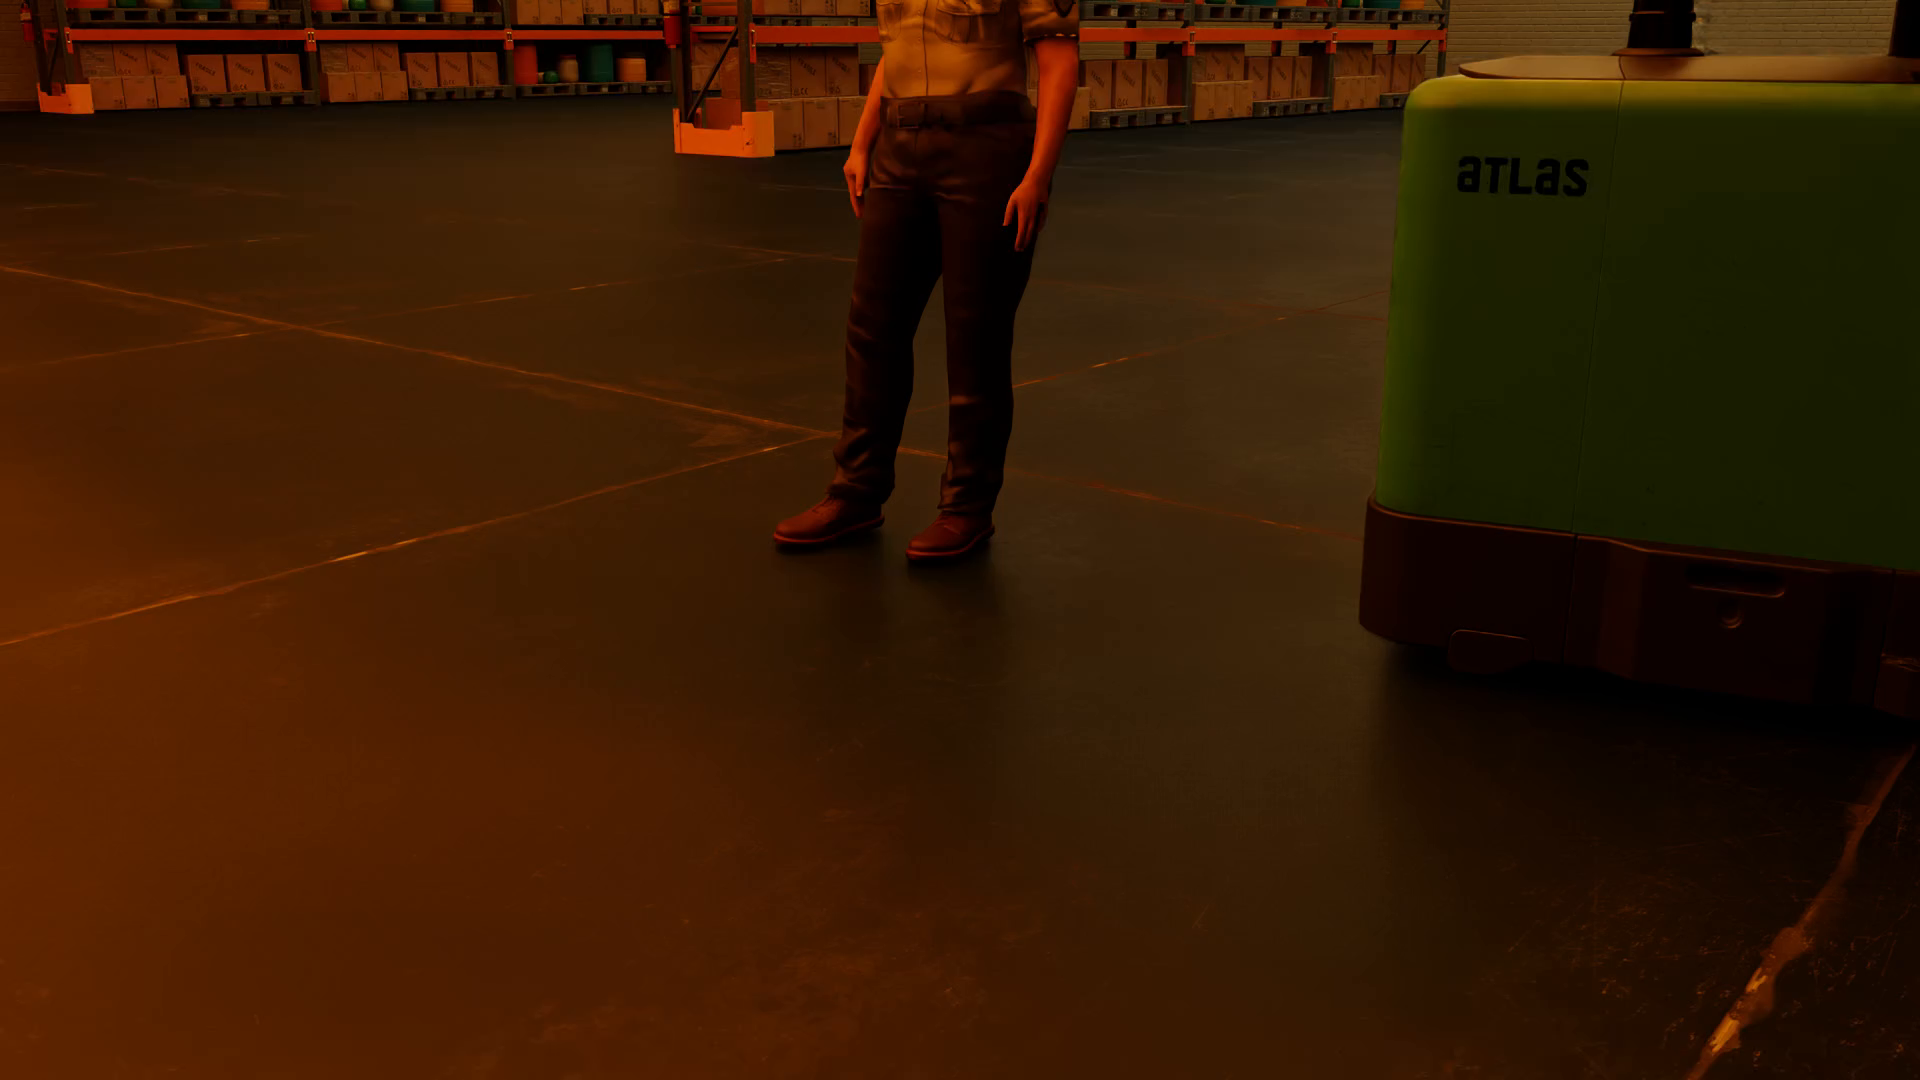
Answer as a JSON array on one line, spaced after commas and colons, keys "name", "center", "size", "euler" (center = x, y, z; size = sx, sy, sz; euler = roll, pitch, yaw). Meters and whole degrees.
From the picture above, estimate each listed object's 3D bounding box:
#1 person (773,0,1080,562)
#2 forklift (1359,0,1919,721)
[{"name": "person", "center": [-0.074, -0.780, 3.648], "size": [0.599, 1.650, 0.503], "euler": [13, 21, 37]}, {"name": "forklift", "center": [2.324, -1.115, 2.569], "size": [3.031, 2.935, 1.130], "euler": [7, 18, 23]}]
